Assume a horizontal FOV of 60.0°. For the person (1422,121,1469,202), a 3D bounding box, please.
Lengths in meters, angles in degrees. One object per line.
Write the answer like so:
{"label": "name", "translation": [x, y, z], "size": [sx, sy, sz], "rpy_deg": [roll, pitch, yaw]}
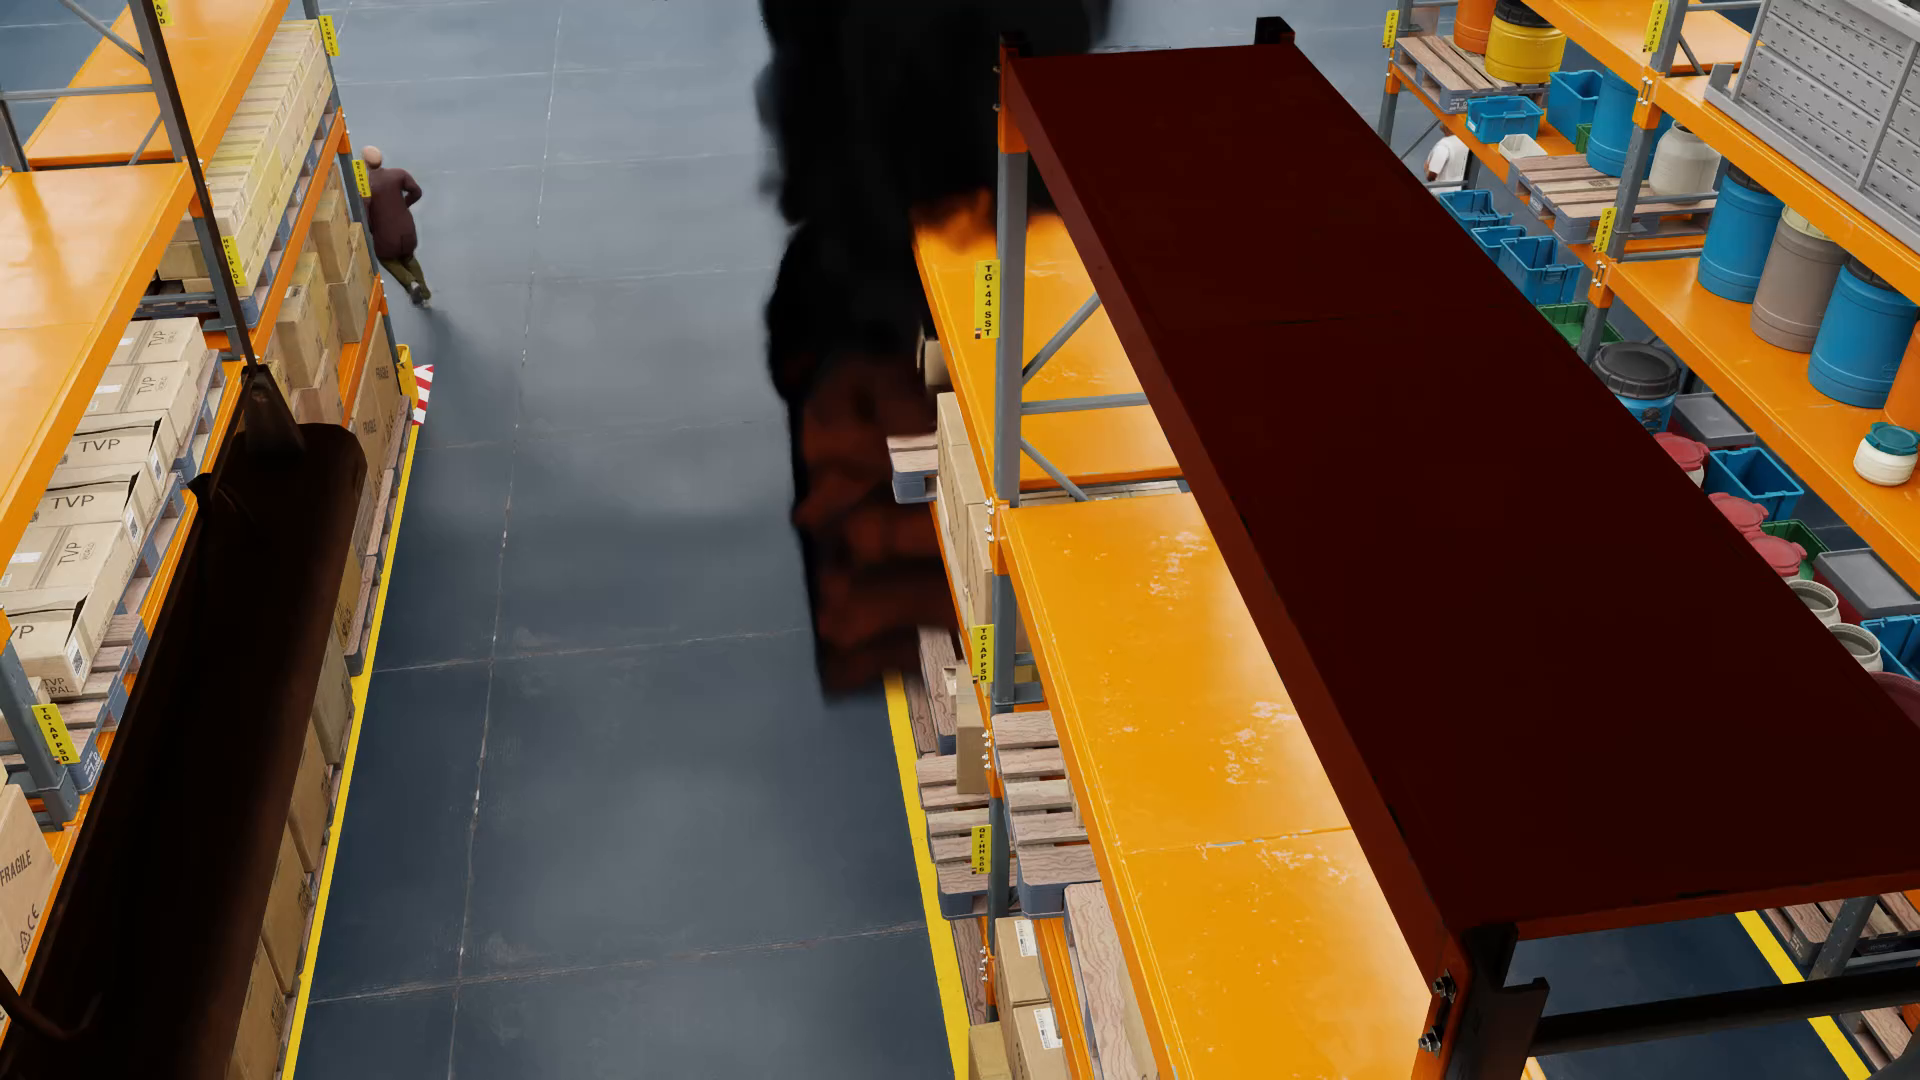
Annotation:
{"label": "person", "translation": [4.931, -3.530, 16.819], "size": [0.740, 1.751, 0.878], "rpy_deg": [-28, 44, -32]}

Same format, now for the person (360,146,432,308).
{"label": "person", "translation": [-5.521, -3.009, 16.115], "size": [0.728, 1.742, 0.611], "rpy_deg": [-29, 45, -34]}
